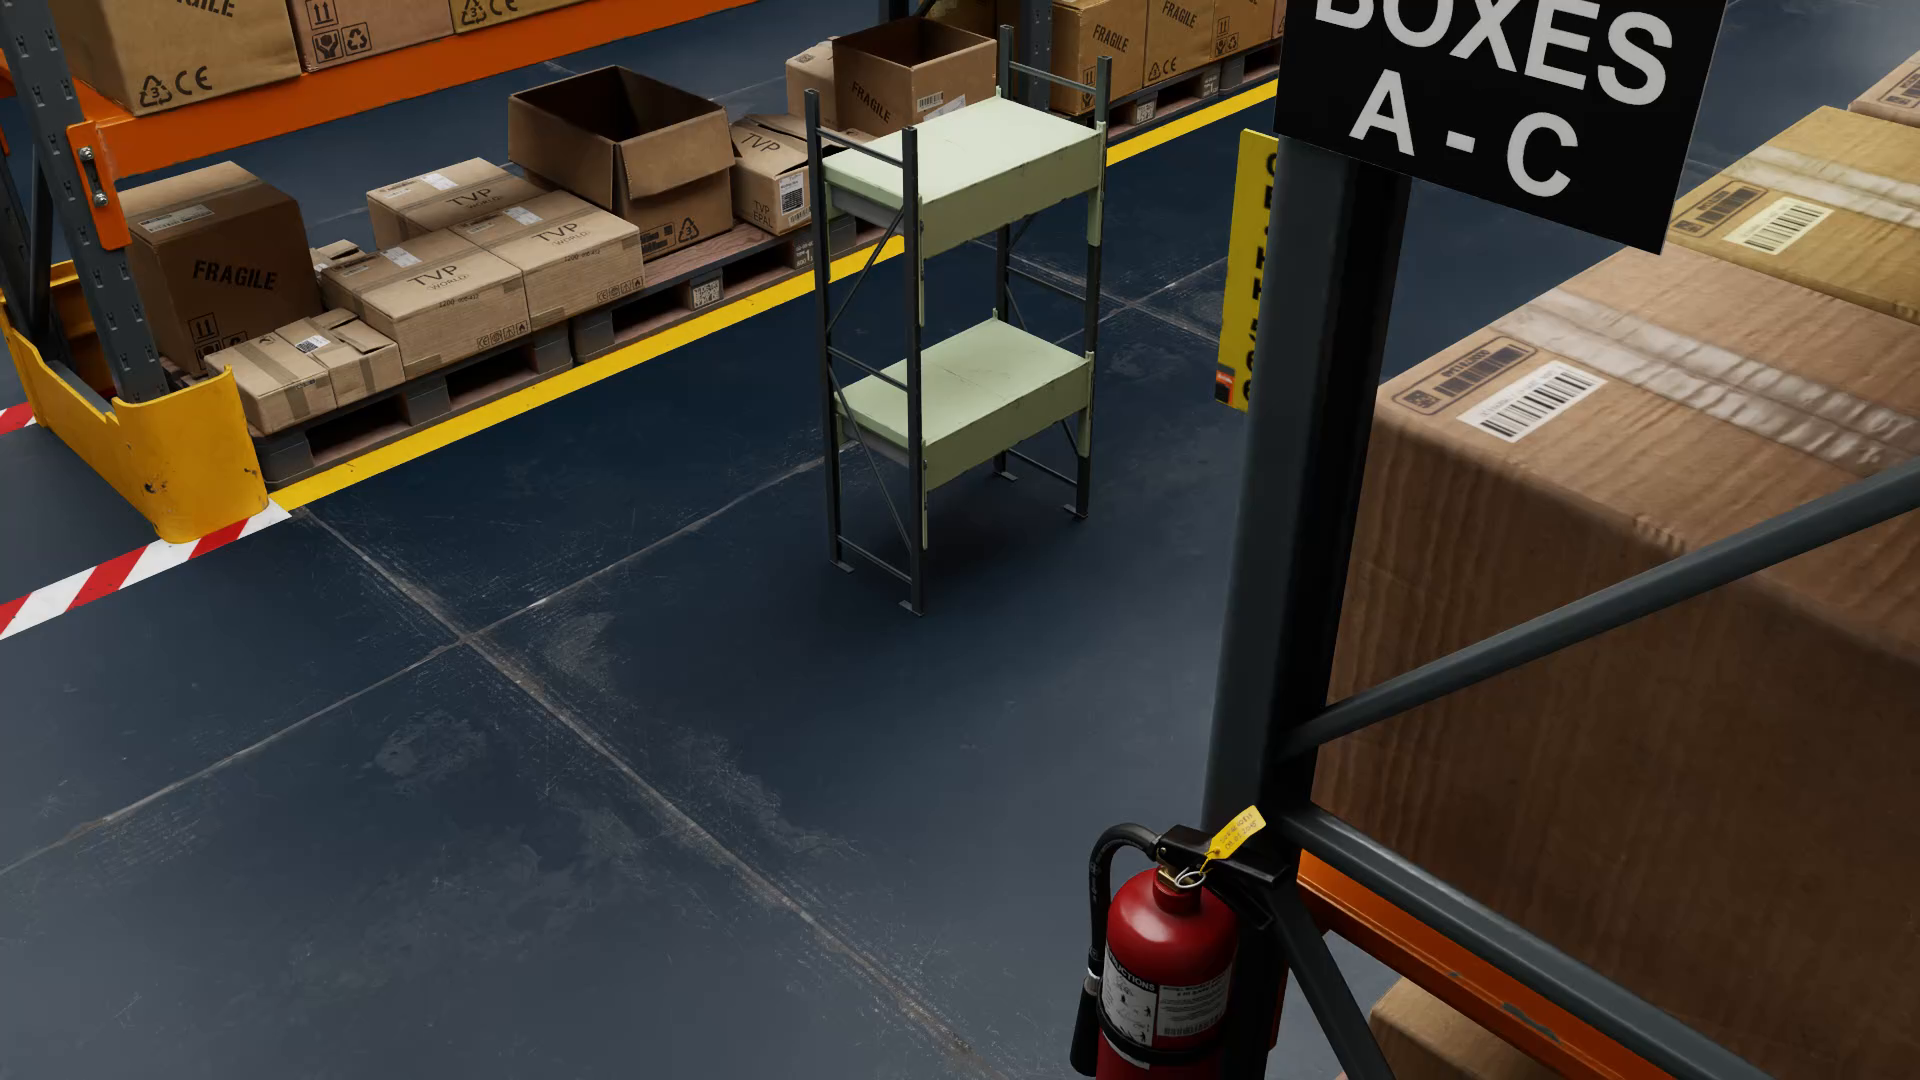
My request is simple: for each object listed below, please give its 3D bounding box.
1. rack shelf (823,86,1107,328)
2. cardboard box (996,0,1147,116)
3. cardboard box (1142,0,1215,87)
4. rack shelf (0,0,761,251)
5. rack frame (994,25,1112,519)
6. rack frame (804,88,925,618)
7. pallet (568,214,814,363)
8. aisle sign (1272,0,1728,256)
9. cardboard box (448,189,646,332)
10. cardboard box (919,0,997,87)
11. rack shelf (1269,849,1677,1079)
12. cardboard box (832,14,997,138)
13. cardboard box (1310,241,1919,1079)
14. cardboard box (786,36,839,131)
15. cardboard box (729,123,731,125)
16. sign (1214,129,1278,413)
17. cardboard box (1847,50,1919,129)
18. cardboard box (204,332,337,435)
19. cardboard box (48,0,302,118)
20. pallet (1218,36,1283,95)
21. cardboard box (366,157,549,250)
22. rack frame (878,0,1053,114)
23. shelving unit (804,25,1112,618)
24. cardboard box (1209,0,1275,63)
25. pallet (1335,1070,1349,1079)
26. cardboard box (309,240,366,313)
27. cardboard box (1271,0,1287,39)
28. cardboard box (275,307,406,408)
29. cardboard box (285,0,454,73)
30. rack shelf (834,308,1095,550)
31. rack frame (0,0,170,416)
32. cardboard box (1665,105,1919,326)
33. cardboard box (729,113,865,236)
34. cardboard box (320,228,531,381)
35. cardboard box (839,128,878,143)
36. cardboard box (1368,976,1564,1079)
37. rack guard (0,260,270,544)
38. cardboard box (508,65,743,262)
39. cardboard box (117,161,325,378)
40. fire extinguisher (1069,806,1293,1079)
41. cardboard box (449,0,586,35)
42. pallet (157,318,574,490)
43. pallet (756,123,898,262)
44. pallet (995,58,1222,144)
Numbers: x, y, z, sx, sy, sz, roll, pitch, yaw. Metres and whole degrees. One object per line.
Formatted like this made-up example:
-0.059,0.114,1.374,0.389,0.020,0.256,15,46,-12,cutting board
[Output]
0.005,-0.938,4.602,0.431,0.370,0.720,30,45,35,rack shelf
0.521,-2.353,7.803,0.500,0.500,0.500,27,43,33,cardboard box
0.889,-2.574,8.120,0.500,0.500,0.500,-29,44,-35,cardboard box
-1.402,-1.993,6.115,1.077,0.370,4.000,30,45,35,rack shelf
0.263,-0.766,5.038,0.400,1.500,0.023,30,45,35,rack frame
-0.253,-0.469,4.612,0.400,1.500,0.023,30,45,35,rack frame
-1.337,-1.180,6.758,1.003,0.211,1.213,30,45,35,pallet
0.443,-0.639,1.272,0.394,0.787,0.004,30,45,35,aisle sign
-1.522,-1.041,6.140,0.500,0.250,0.500,30,45,35,cardboard box
0.151,-2.571,8.115,0.500,0.500,0.500,29,44,35,cardboard box
2.116,0.002,3.254,1.077,0.370,4.000,30,45,35,rack shelf
-0.193,-1.910,7.167,0.500,0.500,0.500,30,45,35,cardboard box
1.059,0.185,2.101,0.700,0.700,0.980,-28,43,-34,cardboard box
-0.442,-2.094,7.597,0.500,0.311,0.500,30,45,35,cardboard box
-1.045,-1.680,7.129,0.380,0.166,0.250,30,45,35,cardboard box
0.331,-0.278,1.807,0.100,0.325,0.005,30,45,35,sign
2.107,-0.421,2.969,0.980,0.700,0.700,27,43,33,cardboard box
-2.272,-0.519,5.479,0.380,0.149,0.250,30,45,35,cardboard box
-2.312,-1.591,4.822,0.500,0.500,0.500,-29,44,-35,cardboard box
1.413,-2.799,9.079,1.003,0.211,1.213,30,45,35,pallet
-1.912,-1.222,6.400,0.500,0.250,0.500,30,45,35,cardboard box
0.007,-3.100,7.073,1.000,3.000,0.127,30,45,35,rack frame
0.005,-0.618,4.825,0.431,1.500,0.755,30,45,35,shelving unit
1.246,-2.774,8.406,0.500,0.500,0.500,-29,44,-35,cardboard box
1.215,1.306,3.192,1.003,0.211,1.213,30,45,35,pallet
-2.254,-0.943,6.072,0.380,0.166,0.250,30,45,35,cardboard box
1.603,-2.979,8.700,0.500,0.500,0.500,28,43,34,cardboard box
-2.096,-0.628,5.620,0.380,0.166,0.250,30,45,35,cardboard box
-1.952,-1.803,5.125,0.500,0.500,0.500,29,44,35,cardboard box
0.005,-0.350,5.011,0.431,0.370,0.720,30,45,35,rack shelf
-2.811,-1.476,4.745,1.000,3.000,0.127,30,45,35,rack frame
1.564,-0.115,2.531,0.980,0.700,0.700,29,44,35,cardboard box
-0.722,-1.528,6.784,0.500,0.311,0.500,30,45,35,cardboard box
-1.875,-0.838,5.849,0.500,0.250,0.500,30,45,35,cardboard box
-0.415,-1.589,7.014,0.380,0.149,0.250,30,45,35,cardboard box
1.129,1.047,2.944,0.700,0.500,0.500,30,45,35,cardboard box
-2.758,-0.482,5.504,1.175,0.500,0.348,30,45,35,rack guard
-1.313,-1.492,6.565,0.797,0.503,0.637,30,45,35,cardboard box
-2.603,-0.951,5.793,0.500,0.500,0.500,30,45,35,cardboard box
0.273,0.579,2.192,0.296,0.674,0.183,30,45,35,fire extinguisher
-1.596,-2.005,5.416,0.500,0.500,0.500,29,44,35,cardboard box
-2.197,-0.687,6.051,1.003,0.211,1.213,30,45,35,pallet
-0.478,-1.678,7.471,1.003,0.211,1.213,30,45,35,pallet
0.553,-2.302,8.366,1.003,0.211,1.213,30,45,35,pallet
